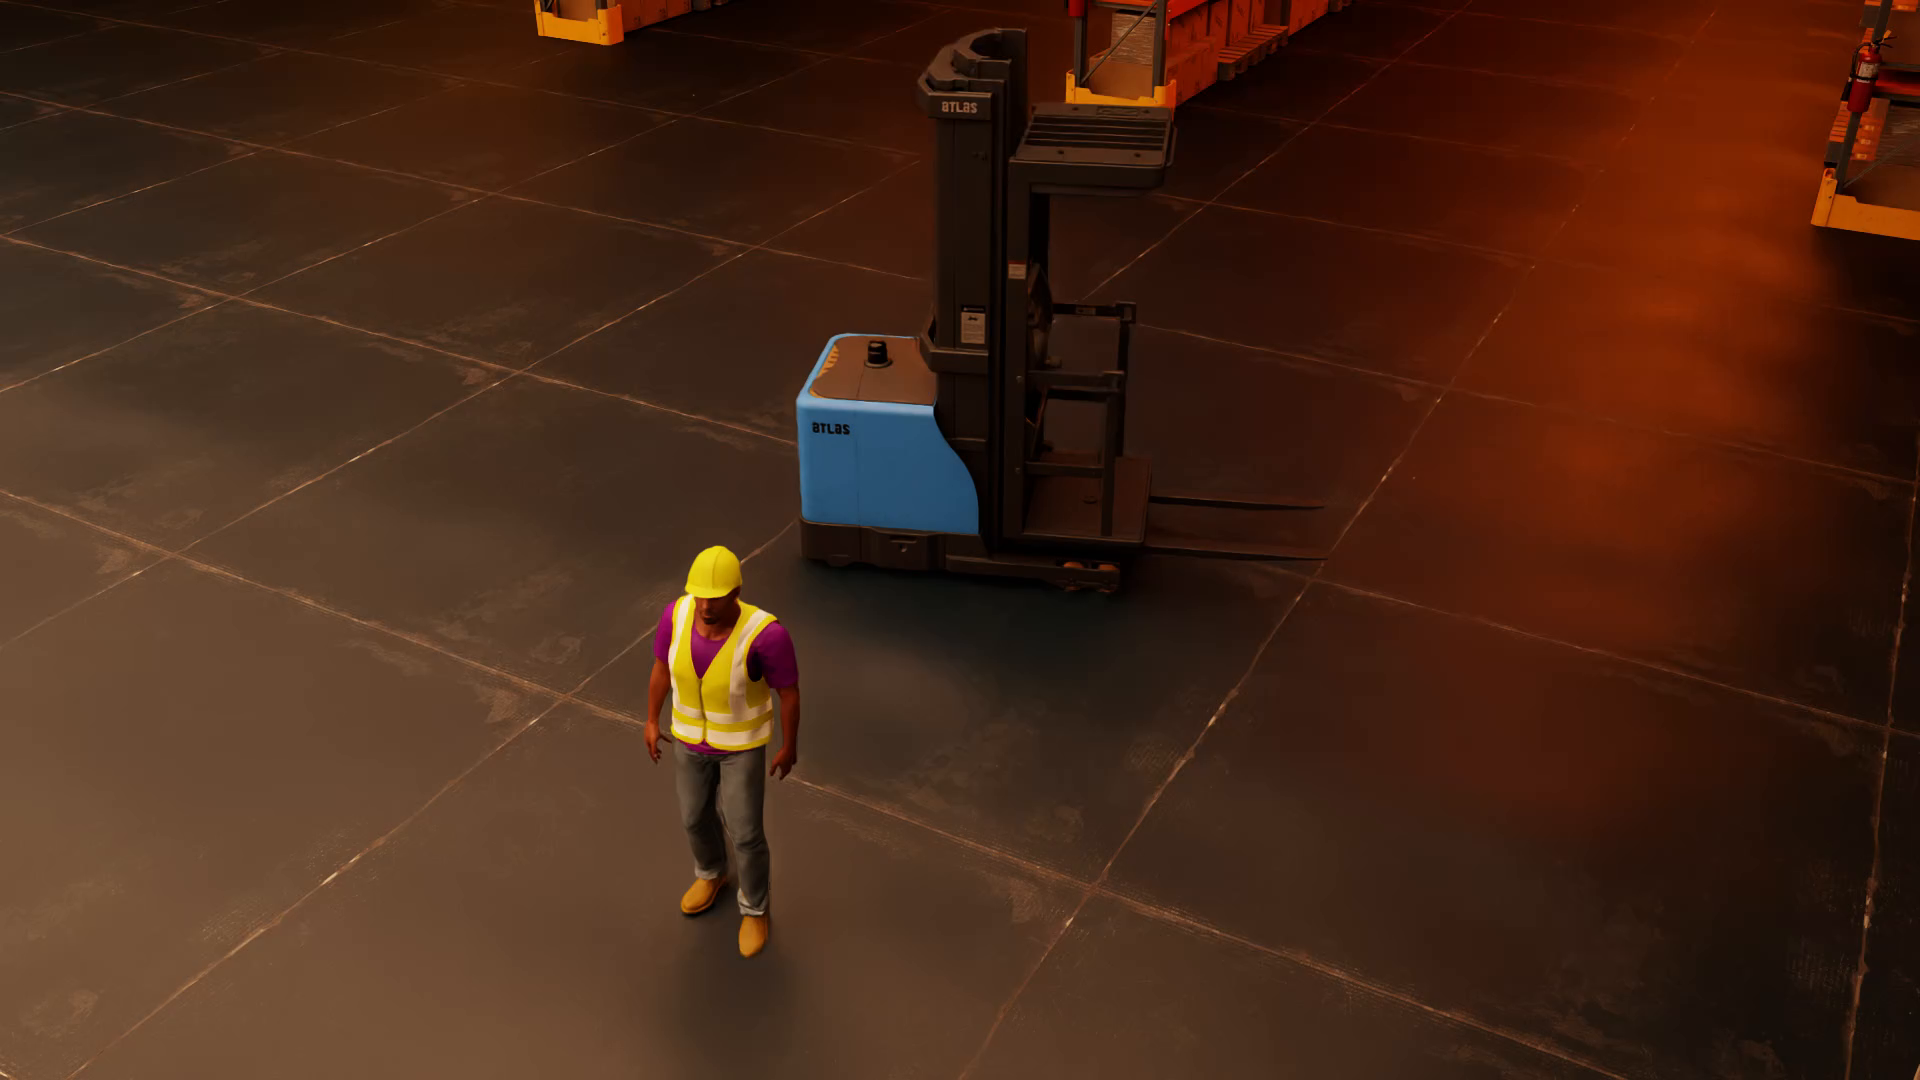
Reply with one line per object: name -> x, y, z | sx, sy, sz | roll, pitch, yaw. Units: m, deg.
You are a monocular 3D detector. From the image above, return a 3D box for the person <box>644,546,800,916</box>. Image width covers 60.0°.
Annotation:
person -> -0.981, 0.779, 6.834 | 0.658, 1.696, 0.381 | 10, 32, 17

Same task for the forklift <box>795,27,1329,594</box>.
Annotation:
forklift -> 0.630, -1.249, 9.234 | 3.031, 2.935, 1.130 | 4, 30, 7
